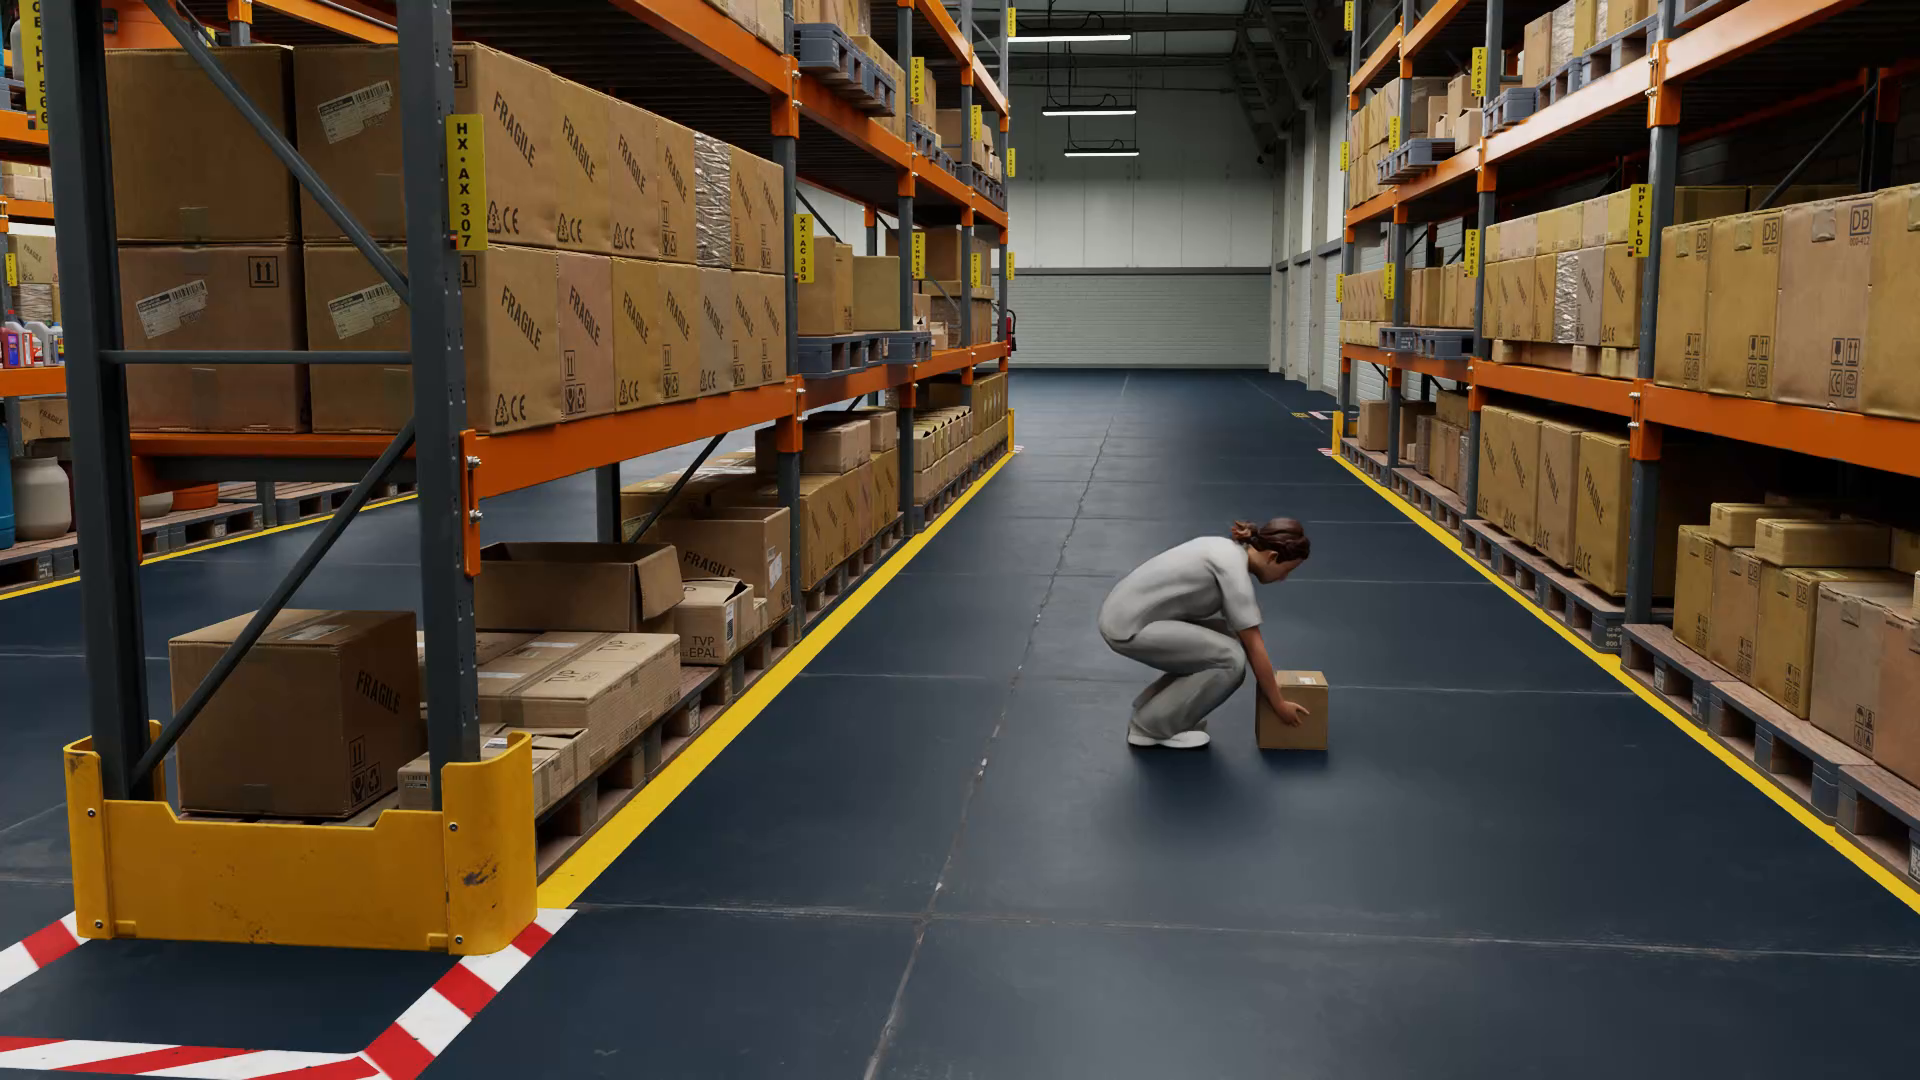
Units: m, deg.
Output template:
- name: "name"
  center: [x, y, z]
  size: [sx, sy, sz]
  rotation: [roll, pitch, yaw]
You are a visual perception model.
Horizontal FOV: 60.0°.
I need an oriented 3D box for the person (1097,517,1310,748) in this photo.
- name: "person"
  center: [0.924, 0.341, 6.342]
  size: [0.801, 0.859, 0.484]
  rotation: [1, 8, 6]
